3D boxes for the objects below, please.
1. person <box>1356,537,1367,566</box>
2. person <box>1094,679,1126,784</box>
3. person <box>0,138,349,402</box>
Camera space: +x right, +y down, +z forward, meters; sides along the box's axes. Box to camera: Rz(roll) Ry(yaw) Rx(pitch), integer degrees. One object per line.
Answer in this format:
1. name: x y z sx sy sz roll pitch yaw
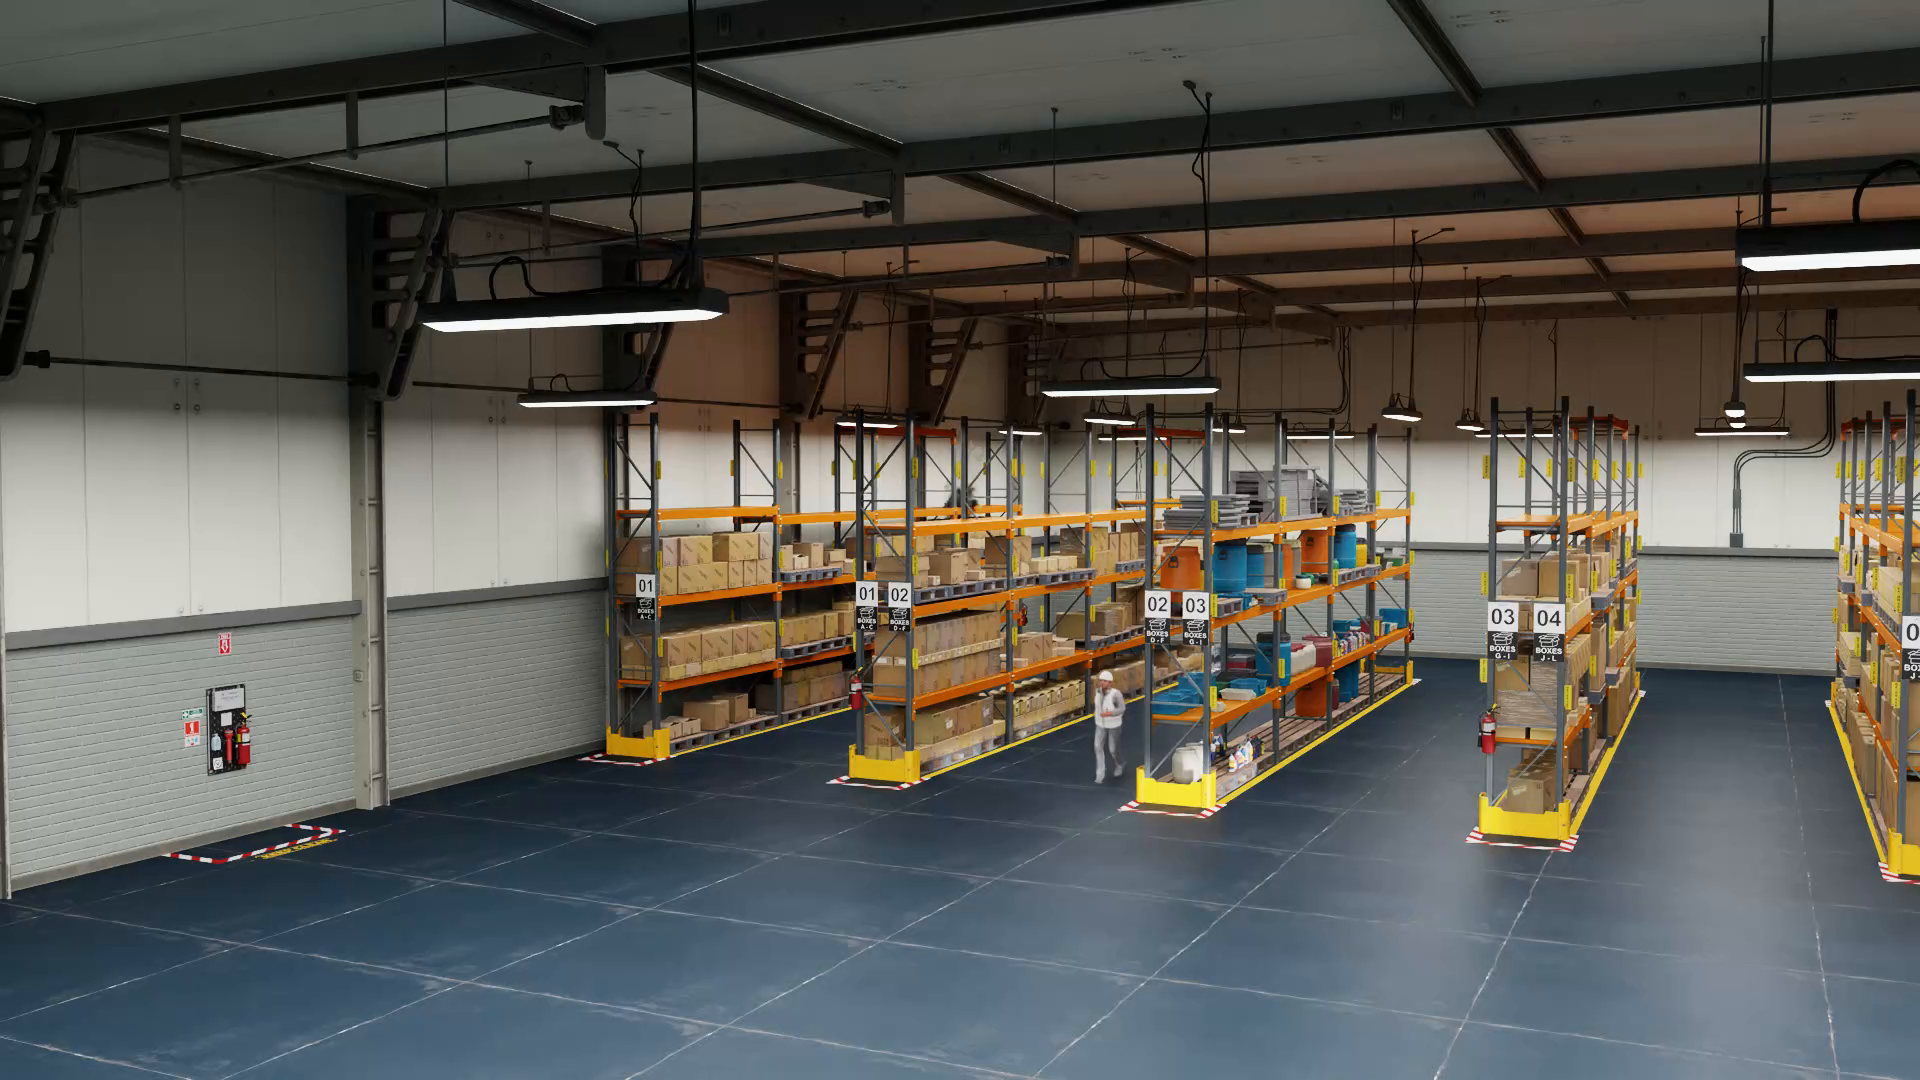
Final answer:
1. person: 15.722 1.468 31.306 17.189 2.749 3.008 1 3 28
2. person: 2.412 3.048 26.774 0.659 1.795 0.866 1 3 32
3. person: 4.427 -0.608 26.339 24.783 8.989 24.438 1 3 20
